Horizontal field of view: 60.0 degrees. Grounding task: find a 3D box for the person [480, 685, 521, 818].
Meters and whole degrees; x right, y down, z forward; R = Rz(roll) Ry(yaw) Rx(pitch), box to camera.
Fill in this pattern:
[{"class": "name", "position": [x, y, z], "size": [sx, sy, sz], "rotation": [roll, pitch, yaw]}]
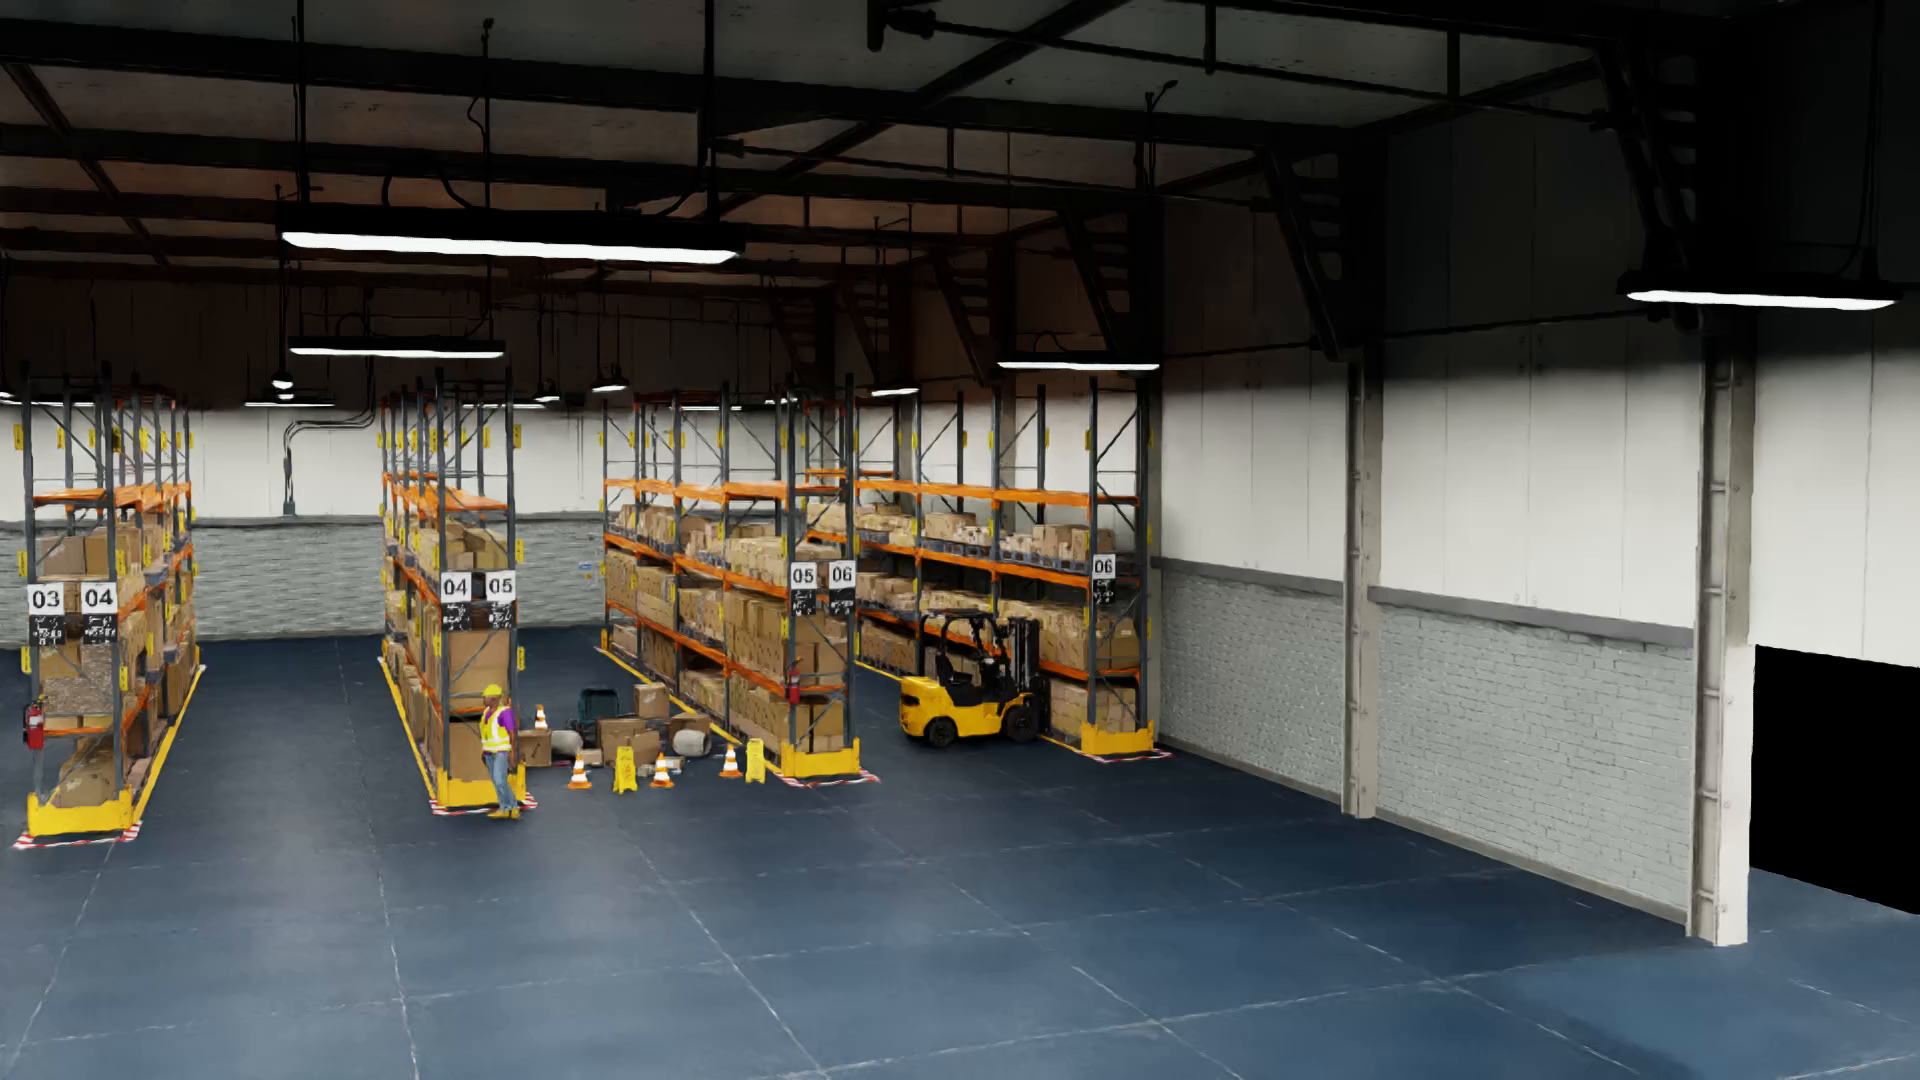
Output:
[{"class": "person", "position": [-6.081, 2.790, 21.963], "size": [0.652, 1.759, 0.398], "rotation": [3, 4, 37]}]
